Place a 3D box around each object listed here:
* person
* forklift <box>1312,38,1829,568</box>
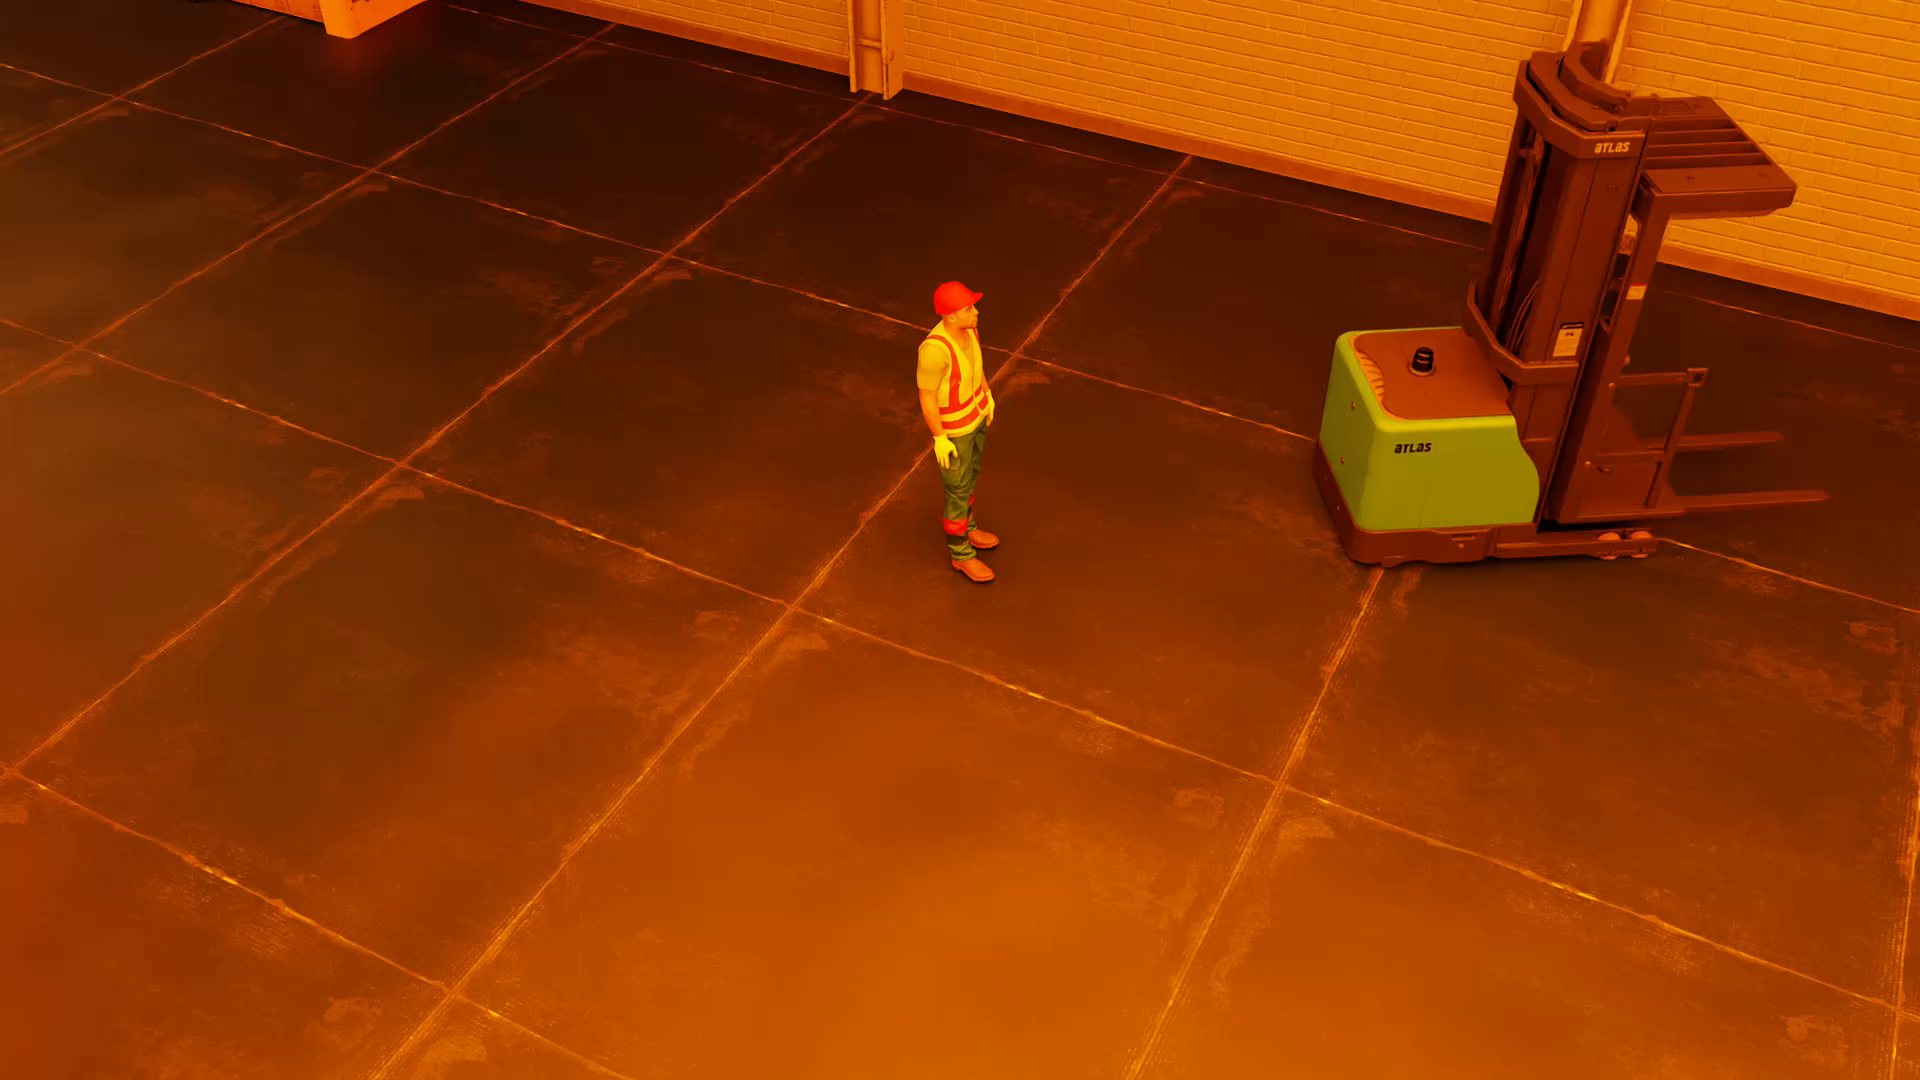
[{"bbox_3d":[0.067,-0.660,9.645,0.562,1.789,0.638,18,43,21],"label":"person"},{"bbox_3d":[3.813,-1.340,9.578,3.031,2.935,1.130,-3,40,-4],"label":"forklift"}]
